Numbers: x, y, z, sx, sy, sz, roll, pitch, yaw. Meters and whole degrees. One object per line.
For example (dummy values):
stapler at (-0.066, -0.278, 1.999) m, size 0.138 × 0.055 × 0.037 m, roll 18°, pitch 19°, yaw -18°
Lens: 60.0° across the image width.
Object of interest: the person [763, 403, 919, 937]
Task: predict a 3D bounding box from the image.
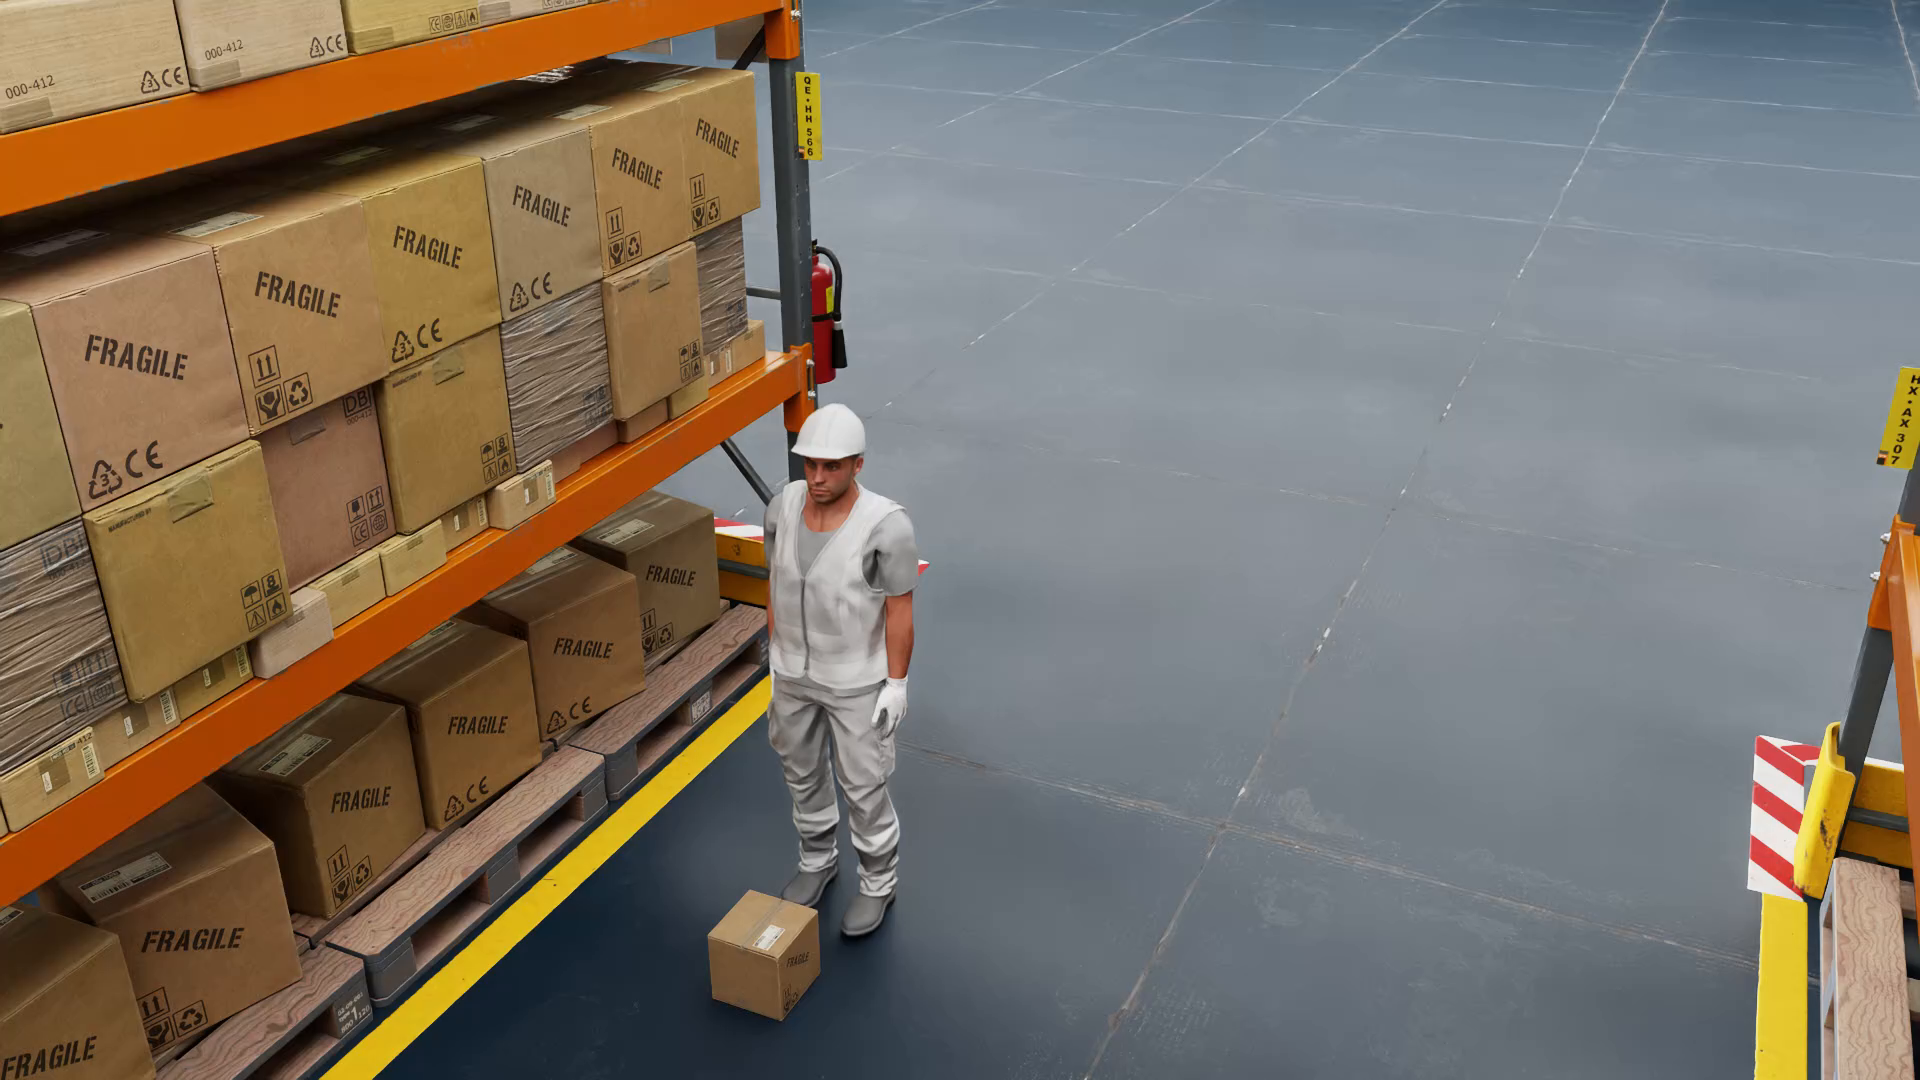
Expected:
person at (-0.393, 0.421, 5.220) m, size 0.522 × 1.786 × 0.342 m, roll 12°, pitch 28°, yaw 23°
